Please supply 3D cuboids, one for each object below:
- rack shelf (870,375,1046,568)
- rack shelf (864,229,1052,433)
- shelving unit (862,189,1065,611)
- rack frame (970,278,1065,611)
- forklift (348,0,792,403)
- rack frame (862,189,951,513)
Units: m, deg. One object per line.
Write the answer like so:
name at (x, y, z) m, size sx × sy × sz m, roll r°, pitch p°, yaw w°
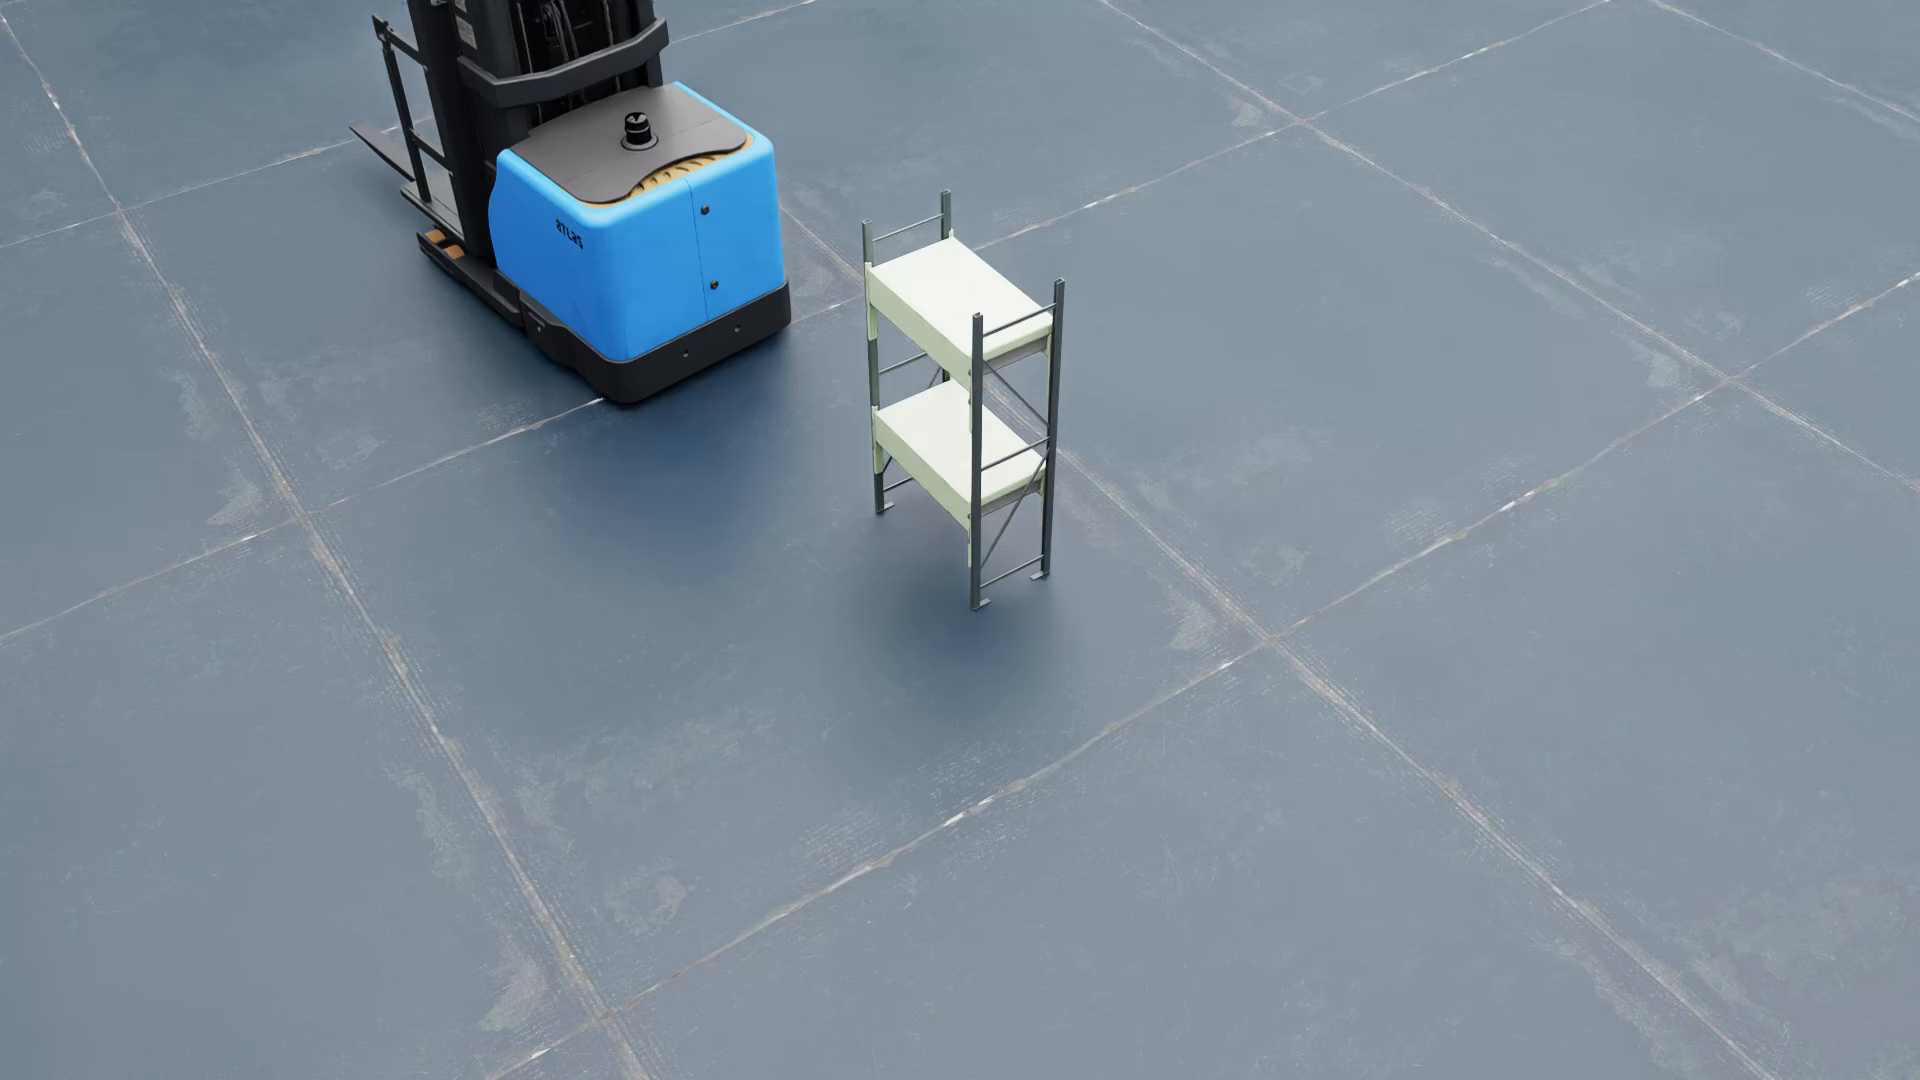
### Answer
rack shelf at (0.004, -0.303, 6.944) m, size 0.431 × 0.370 × 0.720 m, roll -26°, pitch 49°, yaw -24°
rack shelf at (0.004, -0.821, 6.450) m, size 0.431 × 0.370 × 0.720 m, roll -26°, pitch 49°, yaw -24°
shelving unit at (0.004, -0.539, 6.719) m, size 0.431 × 1.500 × 0.755 m, roll -26°, pitch 49°, yaw -24°
rack frame at (0.213, -0.331, 6.502) m, size 0.400 × 1.500 × 0.023 m, roll -26°, pitch 49°, yaw -24°
forklift at (-2.199, -2.639, 7.883) m, size 1.130 × 2.935 × 3.031 m, roll -32°, pitch 52°, yaw -29°
rack frame at (-0.206, -0.746, 6.936) m, size 0.400 × 1.500 × 0.023 m, roll -26°, pitch 49°, yaw -24°
